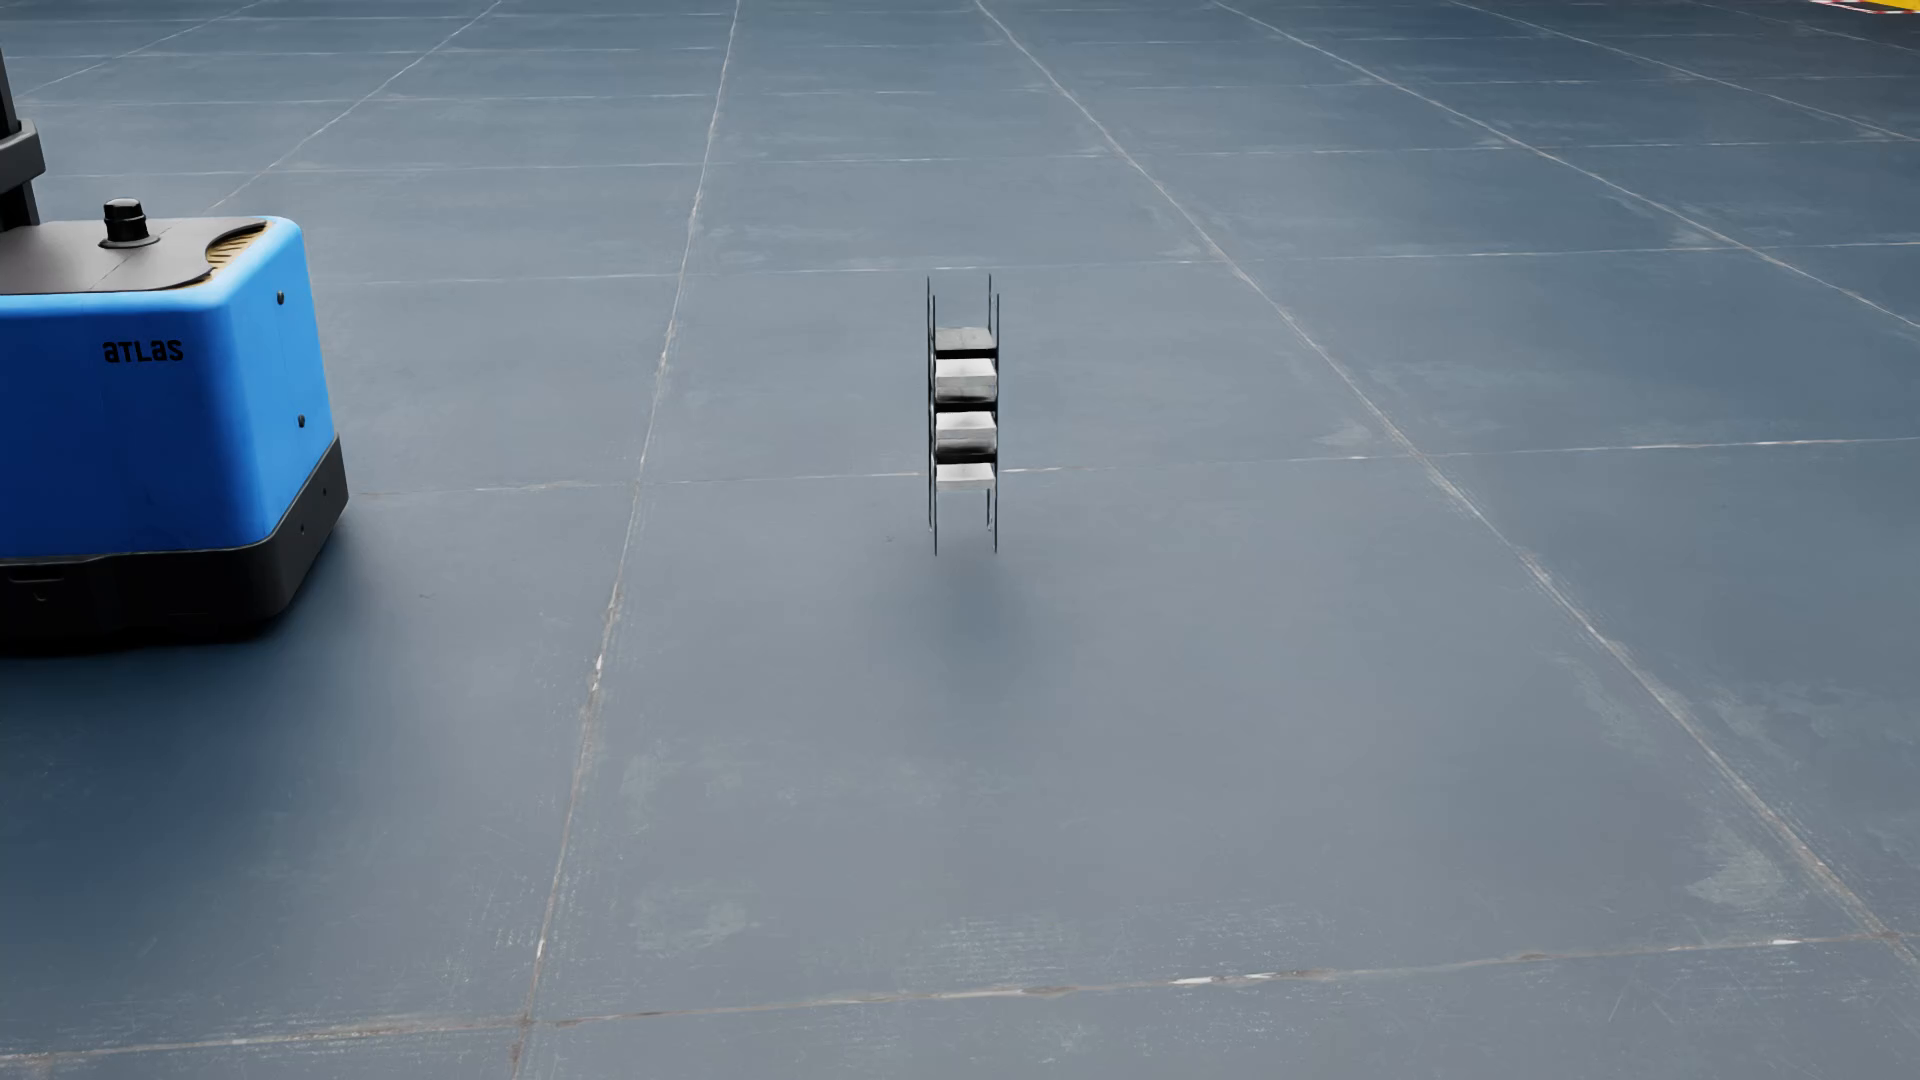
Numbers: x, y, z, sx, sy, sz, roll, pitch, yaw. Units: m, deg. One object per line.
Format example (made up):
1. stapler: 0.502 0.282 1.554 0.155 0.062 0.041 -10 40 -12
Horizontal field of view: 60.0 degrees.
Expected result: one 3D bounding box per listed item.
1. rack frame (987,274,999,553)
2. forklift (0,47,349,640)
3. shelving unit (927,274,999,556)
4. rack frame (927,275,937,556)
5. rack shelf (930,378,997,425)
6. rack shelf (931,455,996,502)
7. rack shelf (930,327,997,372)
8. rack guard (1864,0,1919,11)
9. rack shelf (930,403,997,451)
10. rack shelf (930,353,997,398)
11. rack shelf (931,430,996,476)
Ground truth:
1. rack frame: 0.109 -0.416 5.539 0.006 0.900 0.240 -2 24 -5
2. forklift: -3.607 -1.173 4.742 3.031 2.935 1.130 -3 24 -6
3. shelving unit: 0.008 -0.412 5.530 0.210 0.900 0.258 -2 24 -5
4. rack frame: -0.093 -0.407 5.521 0.006 0.900 0.240 -2 24 -5
5. rack shelf: 0.008 -0.463 5.507 0.200 0.077 0.258 -2 24 -5
6. rack shelf: 0.008 -0.217 5.616 0.200 0.077 0.258 -2 24 -5
7. rack shelf: 0.008 -0.628 5.434 0.200 0.077 0.258 -2 24 -5
8. rack guard: 11.688 -6.856 20.521 0.348 0.500 1.175 -2 24 -5
9. rack shelf: 0.008 -0.381 5.543 0.200 0.077 0.258 -2 24 -5
10. rack shelf: 0.008 -0.546 5.470 0.200 0.077 0.258 -2 24 -5
11. rack shelf: 0.008 -0.299 5.580 0.200 0.077 0.258 -2 24 -5
